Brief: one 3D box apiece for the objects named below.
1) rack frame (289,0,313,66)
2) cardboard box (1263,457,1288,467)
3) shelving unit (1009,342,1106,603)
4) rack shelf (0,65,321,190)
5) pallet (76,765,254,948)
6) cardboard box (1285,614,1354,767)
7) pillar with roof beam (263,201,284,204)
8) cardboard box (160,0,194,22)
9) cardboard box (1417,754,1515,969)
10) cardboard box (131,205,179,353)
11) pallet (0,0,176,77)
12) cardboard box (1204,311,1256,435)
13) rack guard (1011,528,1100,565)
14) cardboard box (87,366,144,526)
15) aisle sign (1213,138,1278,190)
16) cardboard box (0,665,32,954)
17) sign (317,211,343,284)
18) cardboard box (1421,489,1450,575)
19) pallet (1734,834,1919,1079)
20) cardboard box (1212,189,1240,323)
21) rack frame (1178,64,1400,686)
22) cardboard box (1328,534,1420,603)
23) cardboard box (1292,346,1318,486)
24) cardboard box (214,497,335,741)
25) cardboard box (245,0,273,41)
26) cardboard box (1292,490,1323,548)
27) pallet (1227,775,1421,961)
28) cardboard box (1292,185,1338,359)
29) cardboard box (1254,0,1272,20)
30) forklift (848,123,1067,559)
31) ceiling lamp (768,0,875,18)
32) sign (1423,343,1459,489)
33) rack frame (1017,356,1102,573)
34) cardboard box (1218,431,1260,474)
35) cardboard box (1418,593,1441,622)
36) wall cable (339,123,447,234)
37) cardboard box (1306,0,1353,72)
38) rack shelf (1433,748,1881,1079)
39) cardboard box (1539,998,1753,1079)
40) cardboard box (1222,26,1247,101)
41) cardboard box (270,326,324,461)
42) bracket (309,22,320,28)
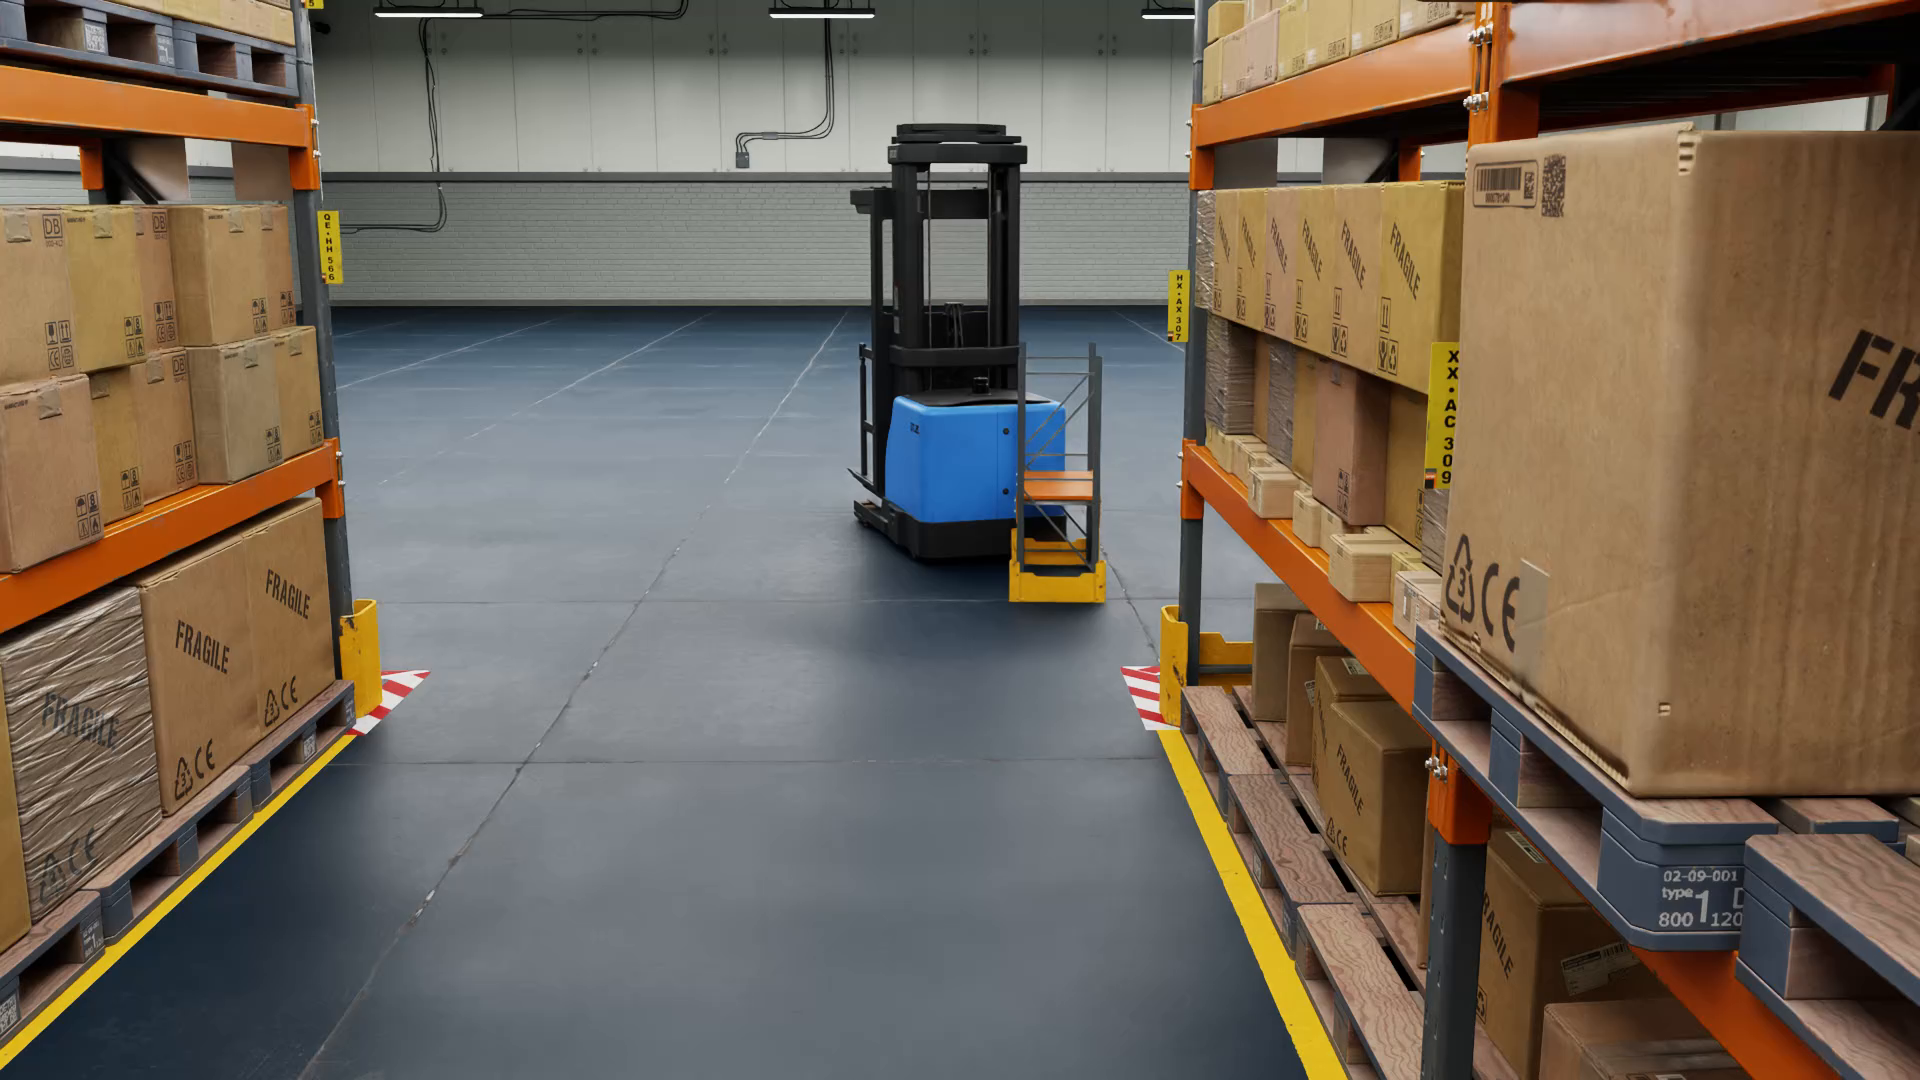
[{"bbox_3d":[-3.413,-3.589,7.117,1.000,3.000,0.127,0,11,-1],"label":"rack frame"},{"bbox_3d":[1.348,-0.220,6.231,0.380,0.149,0.250,0,11,-1],"label":"cardboard box"},{"bbox_3d":[0.618,-0.459,10.551,0.587,1.500,1.083,0,11,2],"label":"shelving unit"},{"bbox_3d":[-3.372,-1.369,5.527,1.077,0.370,4.000,0,11,-1],"label":"rack shelf"},{"bbox_3d":[-3.296,1.118,6.017,1.003,0.211,1.213,0,11,-1],"label":"pallet"},{"bbox_3d":[1.590,0.613,6.725,0.500,0.500,0.500,3,12,14],"label":"cardboard box"},{"bbox_3d":[-10.525,-9.367,35.595,9.100,9.000,0.548,0,11,-1],"label":"pillar with roof beam"},{"bbox_3d":[-3.047,-1.984,6.072,0.380,0.149,0.250,0,11,-2],"label":"cardboard box"},{"bbox_3d":[1.643,0.972,4.956,0.500,0.500,0.500,4,12,17],"label":"cardboard box"},{"bbox_3d":[-3.465,-0.957,6.138,0.875,0.550,0.550,0,11,-1],"label":"cardboard box"},{"bbox_3d":[-3.359,-1.685,5.499,1.003,0.211,1.213,0,11,-1],"label":"pallet"},{"bbox_3d":[1.532,-0.735,7.136,0.875,0.500,0.500,0,11,-1],"label":"cardboard box"},{"bbox_3d":[0.639,0.054,11.163,0.587,0.250,0.087,0,11,2],"label":"rack guard"},{"bbox_3d":[-3.389,-0.323,5.728,0.875,0.550,0.500,0,11,-1],"label":"cardboard box"},{"bbox_3d":[1.246,-1.934,7.511,0.394,0.787,0.004,0,11,-1],"label":"aisle sign"},{"bbox_3d":[-3.274,0.856,4.581,0.875,0.875,0.875,0,11,0],"label":"cardboard box"},{"bbox_3d":[-2.871,-1.332,7.572,0.100,0.325,0.005,0,11,-1],"label":"sign"},{"bbox_3d":[1.683,-0.139,4.198,0.875,0.500,0.500,0,11,-1],"label":"cardboard box"},{"bbox_3d":[1.631,0.642,1.834,1.003,0.211,1.213,0,11,-1],"label":"pallet"},{"bbox_3d":[1.290,-1.124,6.542,0.500,0.500,0.500,0,11,-1],"label":"cardboard box"},{"bbox_3d":[1.548,-0.649,7.715,1.000,3.000,0.127,0,11,-1],"label":"rack frame"},{"bbox_3d":[1.275,0.079,4.759,0.380,0.149,0.250,0,11,-1],"label":"cardboard box"},{"bbox_3d":[1.628,-0.437,5.668,0.875,0.500,0.500,0,11,-1],"label":"cardboard box"},{"bbox_3d":[-3.333,0.321,7.220,0.875,0.875,0.875,0,11,-1],"label":"cardboard box"},{"bbox_3d":[-3.063,-2.136,6.823,0.380,0.149,0.250,0,11,-1],"label":"cardboard box"},{"bbox_3d":[1.316,-0.071,5.495,0.380,0.149,0.250,0,11,-1],"label":"cardboard box"},{"bbox_3d":[1.553,1.136,5.929,1.003,0.211,1.213,0,11,-1],"label":"pallet"},{"bbox_3d":[1.325,-0.826,5.072,0.500,0.500,0.500,0,11,-1],"label":"cardboard box"},{"bbox_3d":[1.294,-1.981,6.110,0.380,0.149,0.250,0,11,-1],"label":"cardboard box"},{"bbox_3d":[-0.180,-1.556,12.358,1.130,2.935,3.031,-3,12,-16],"label":"forklift"},{"bbox_3d":[-2.613,-11.491,31.387,2.000,3.185,0.800,0,11,-1],"label":"ceiling lamp"},{"bbox_3d":[1.088,-0.275,3.691,0.100,0.325,0.005,0,11,-1],"label":"sign"},{"bbox_3d":[0.596,-0.360,10.063,0.500,1.500,0.032,0,11,2],"label":"rack frame"},{"bbox_3d":[1.291,-0.369,6.965,0.380,0.149,0.250,0,11,-1],"label":"cardboard box"},{"bbox_3d":[1.332,0.227,4.025,0.380,0.149,0.250,0,11,-1],"label":"cardboard box"},{"bbox_3d":[-13.568,-8.418,38.730,3.097,2.526,0.112,0,11,-1],"label":"wall cable"},{"bbox_3d":[1.344,-1.545,4.965,0.500,0.250,0.500,0,11,-2],"label":"cardboard box"},{"bbox_3d":[1.672,0.896,1.908,1.077,0.370,4.000,0,11,-1],"label":"rack shelf"},{"bbox_3d":[1.621,1.277,3.398,0.700,0.500,0.500,-1,12,-6],"label":"cardboard box"},{"bbox_3d":[1.316,-1.846,6.449,0.500,0.250,0.500,0,11,-2],"label":"cardboard box"},{"bbox_3d":[-3.360,-0.649,7.336,0.875,0.550,0.550,0,11,-1],"label":"cardboard box"},{"bbox_3d":[-14.520,-11.551,37.307,0.076,0.066,3.189,0,11,-1],"label":"bracket"}]
